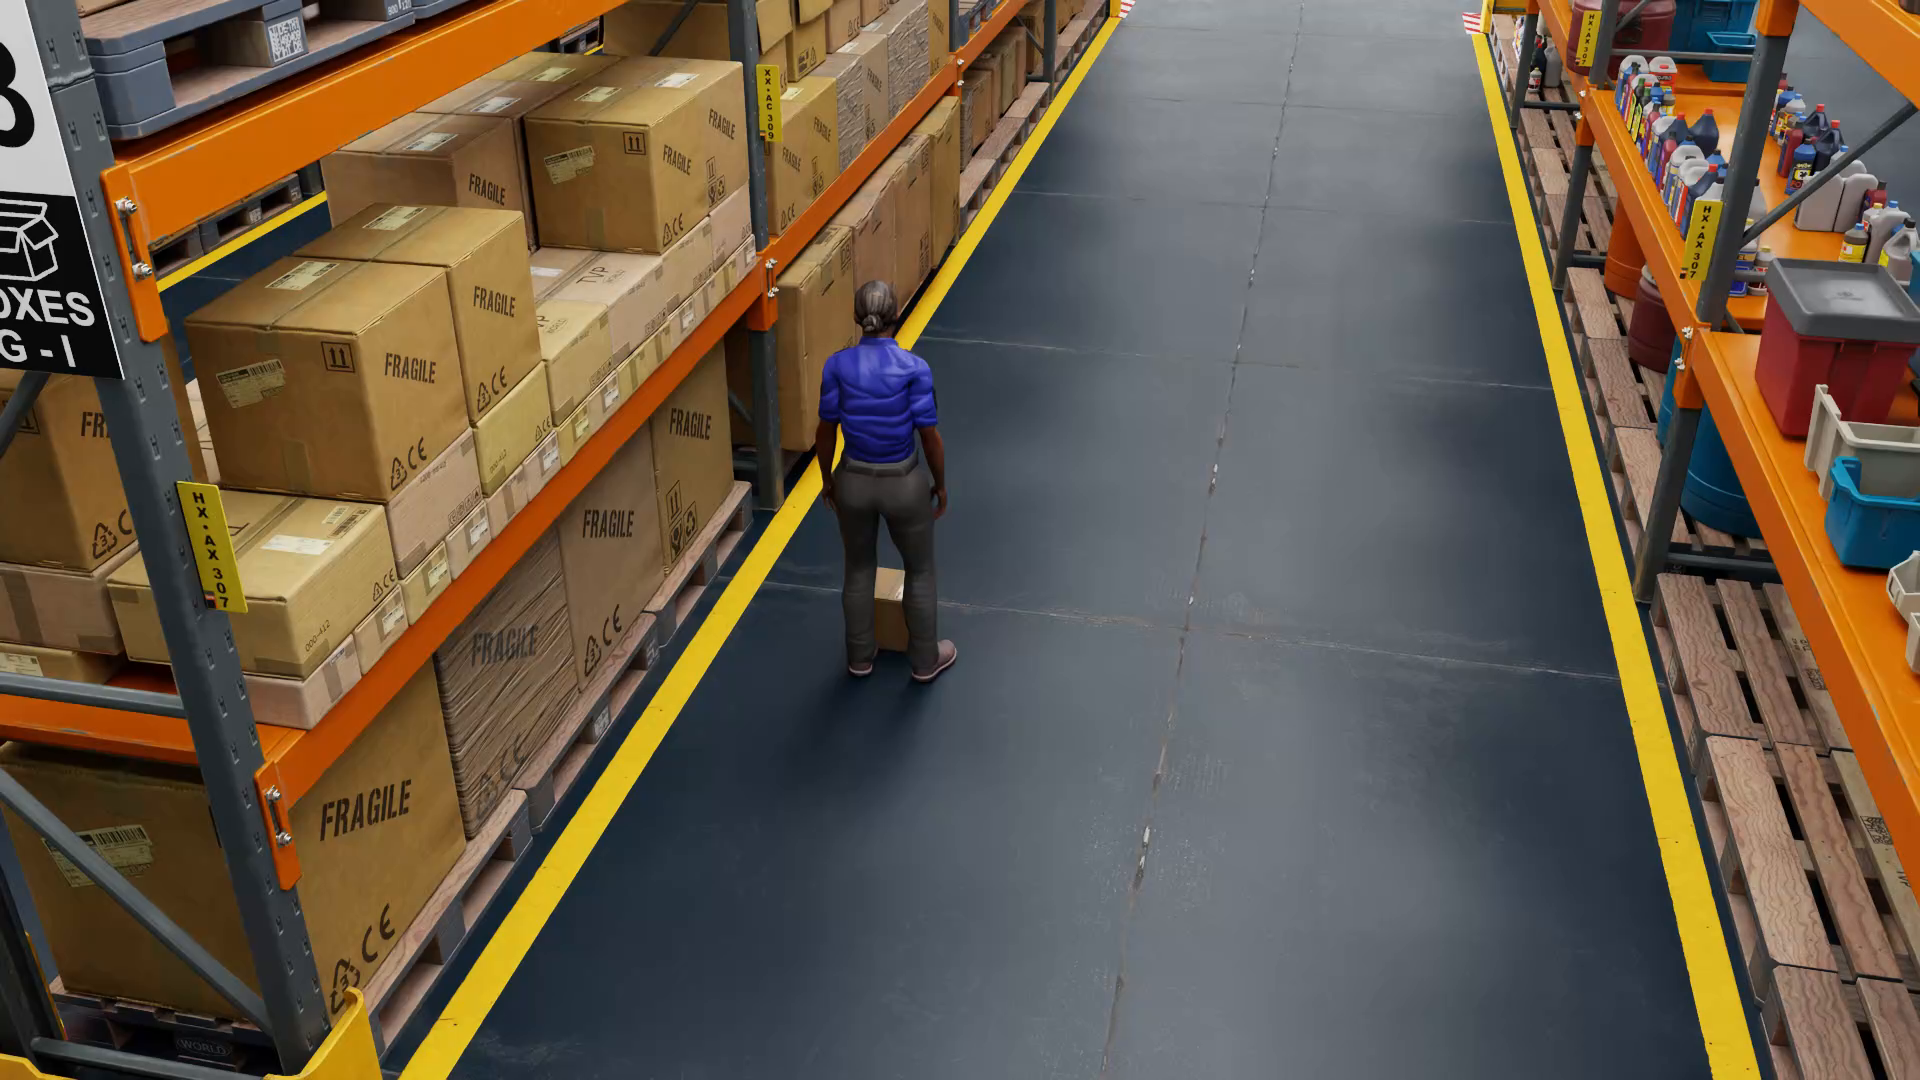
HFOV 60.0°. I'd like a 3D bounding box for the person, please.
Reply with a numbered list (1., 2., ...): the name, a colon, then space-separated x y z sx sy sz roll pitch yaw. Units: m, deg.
1. person: -0.291 -0.199 6.505 0.528 1.641 0.348 5 29 9
